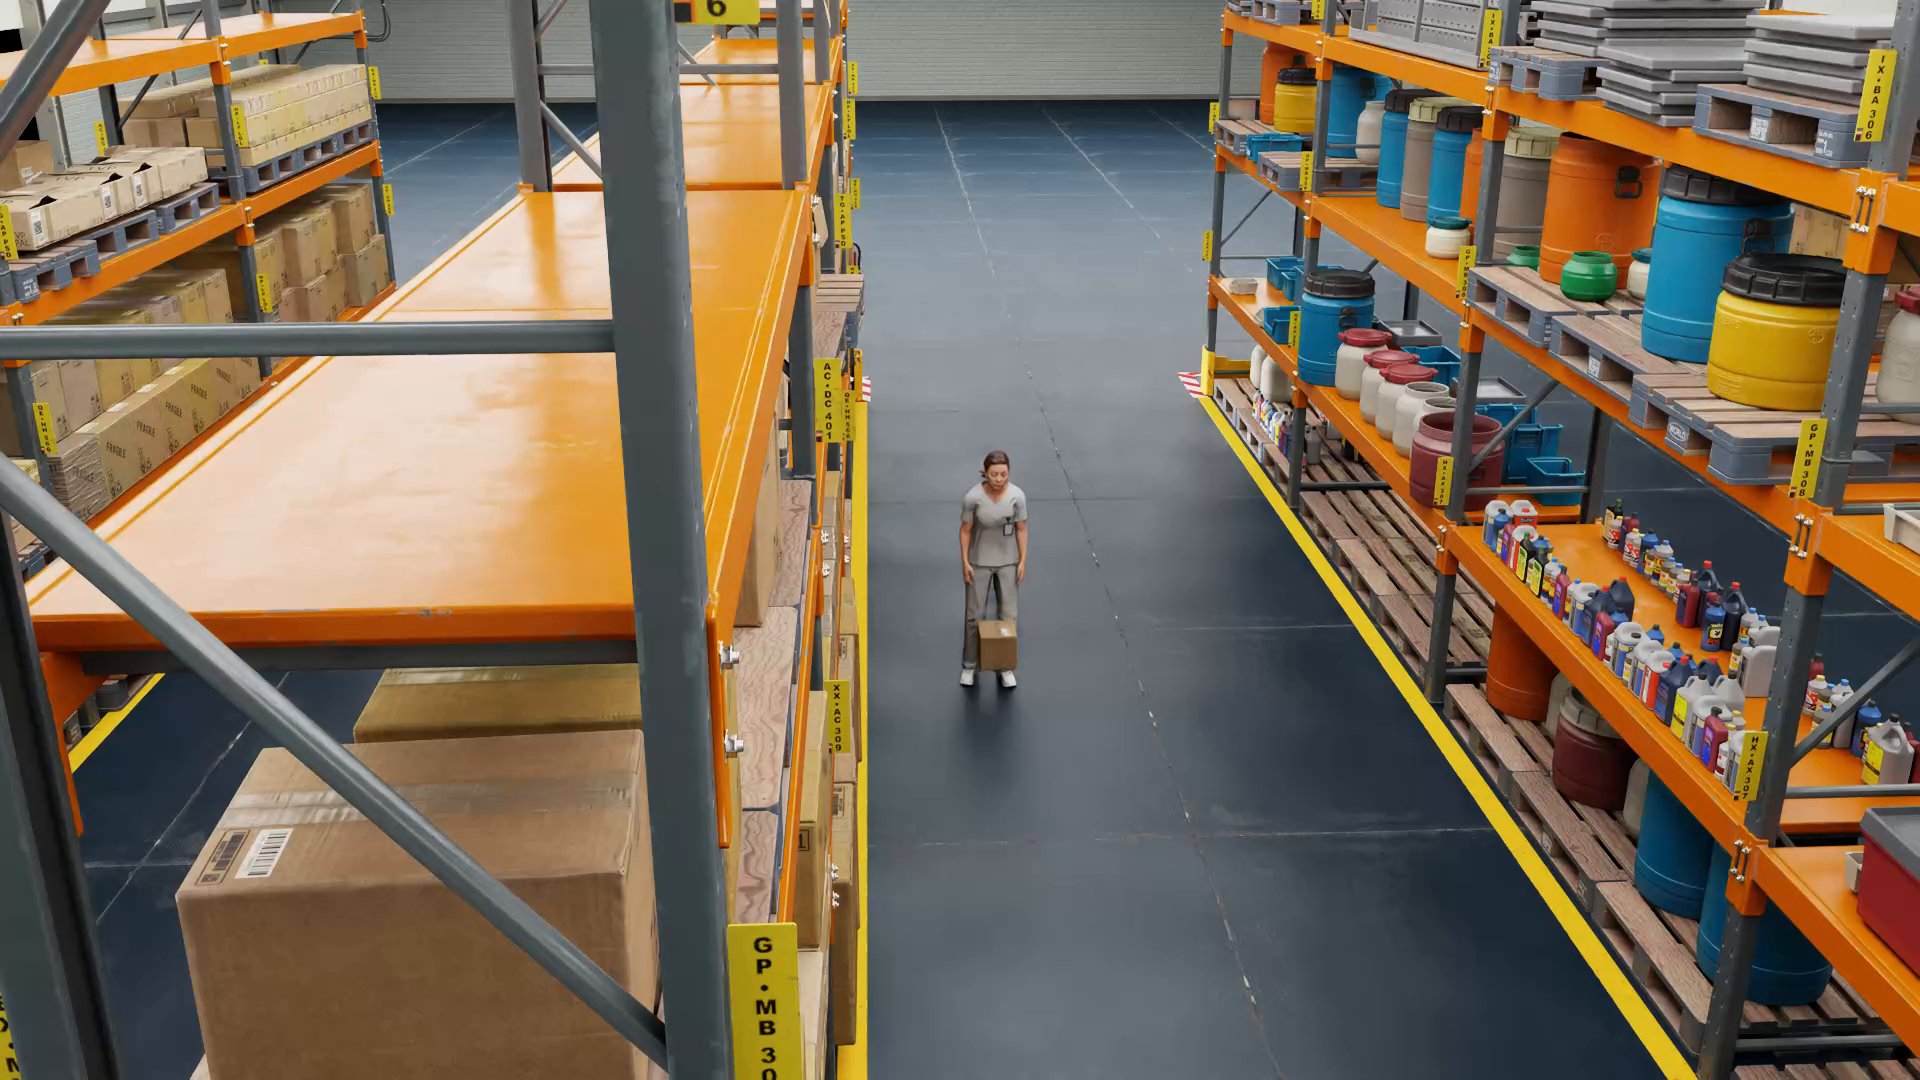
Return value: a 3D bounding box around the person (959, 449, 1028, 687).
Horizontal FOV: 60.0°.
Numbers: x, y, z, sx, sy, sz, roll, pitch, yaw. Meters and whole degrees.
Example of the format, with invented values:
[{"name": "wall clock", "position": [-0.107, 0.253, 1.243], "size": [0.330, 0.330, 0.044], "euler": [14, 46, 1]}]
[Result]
[{"name": "person", "position": [0.232, 0.185, 11.406], "size": [0.480, 1.675, 0.415], "euler": [-2, 21, -5]}]
